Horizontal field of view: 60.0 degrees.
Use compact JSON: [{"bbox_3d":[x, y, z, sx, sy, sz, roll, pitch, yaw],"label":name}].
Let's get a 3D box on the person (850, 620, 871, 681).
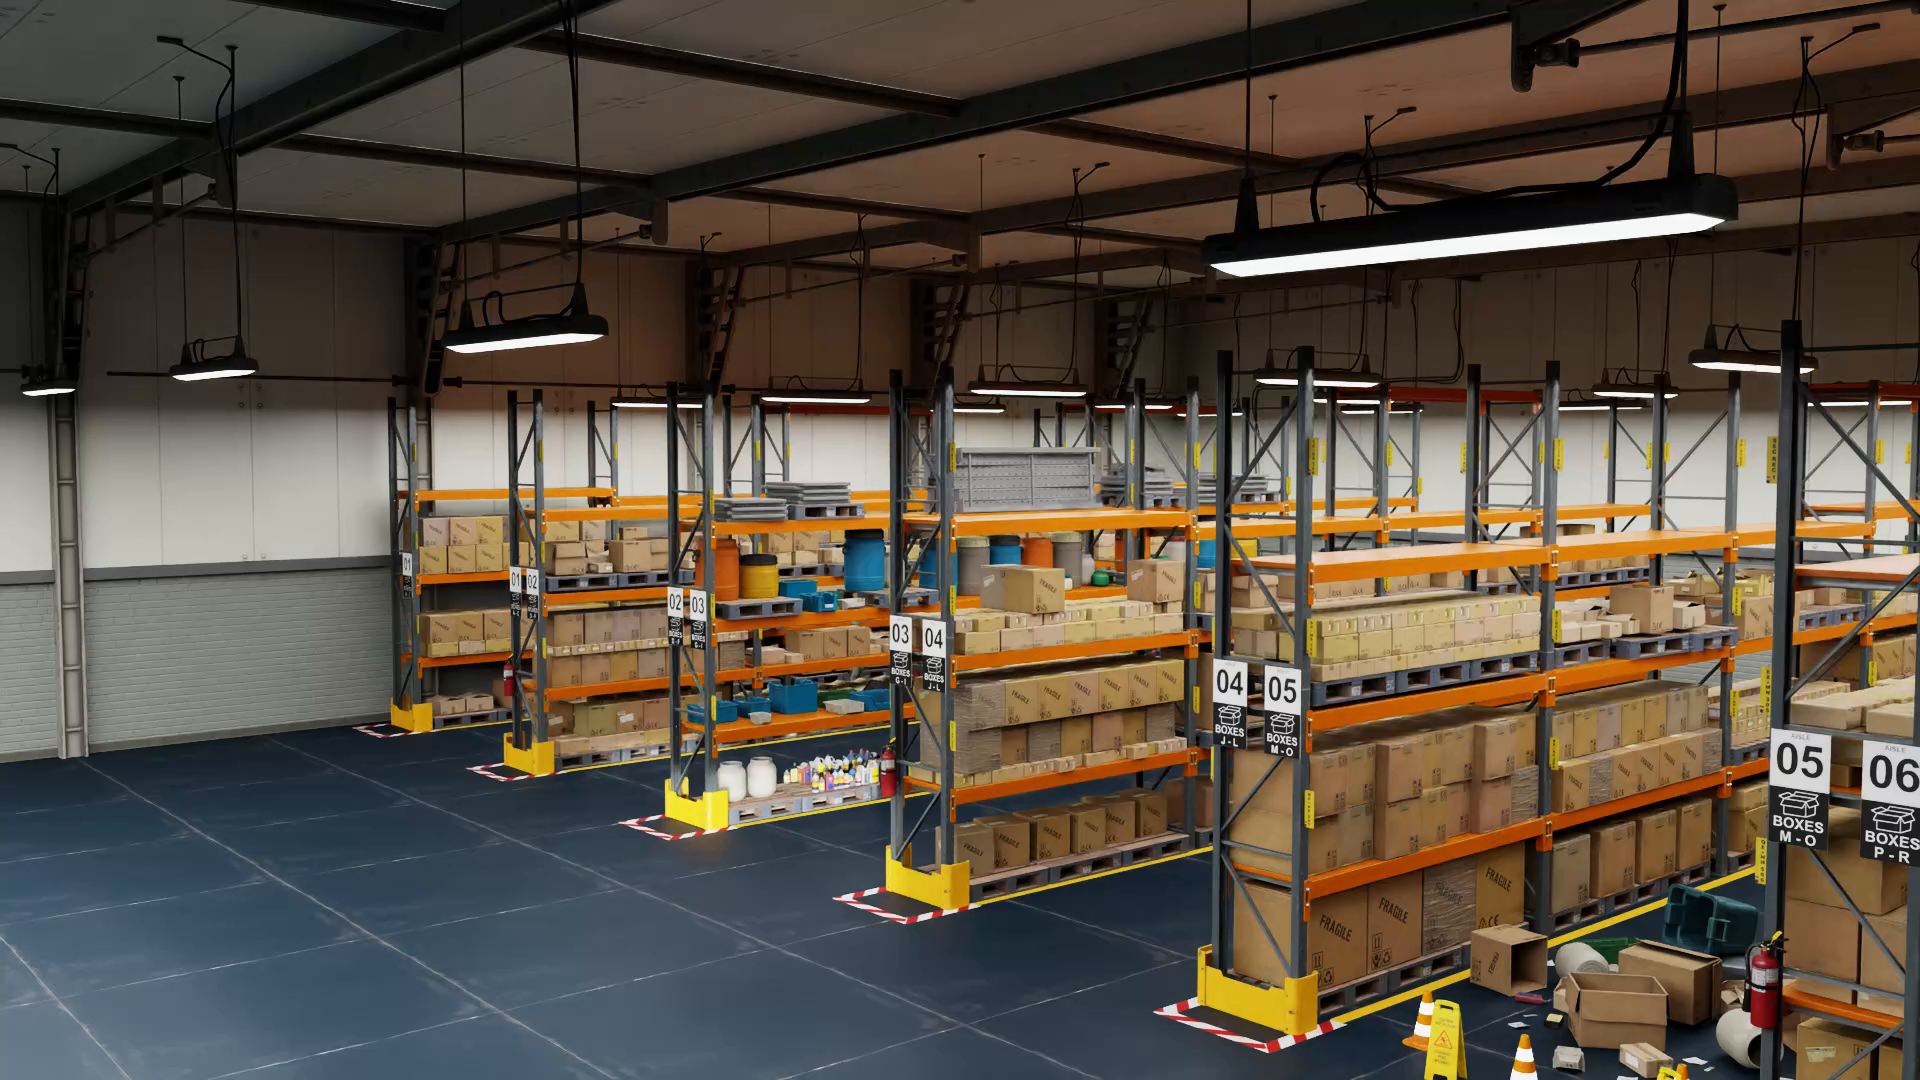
[{"bbox_3d":[-2.092,2.407,33.738,0.458,1.576,1.068,2,4,29],"label":"person"}]
